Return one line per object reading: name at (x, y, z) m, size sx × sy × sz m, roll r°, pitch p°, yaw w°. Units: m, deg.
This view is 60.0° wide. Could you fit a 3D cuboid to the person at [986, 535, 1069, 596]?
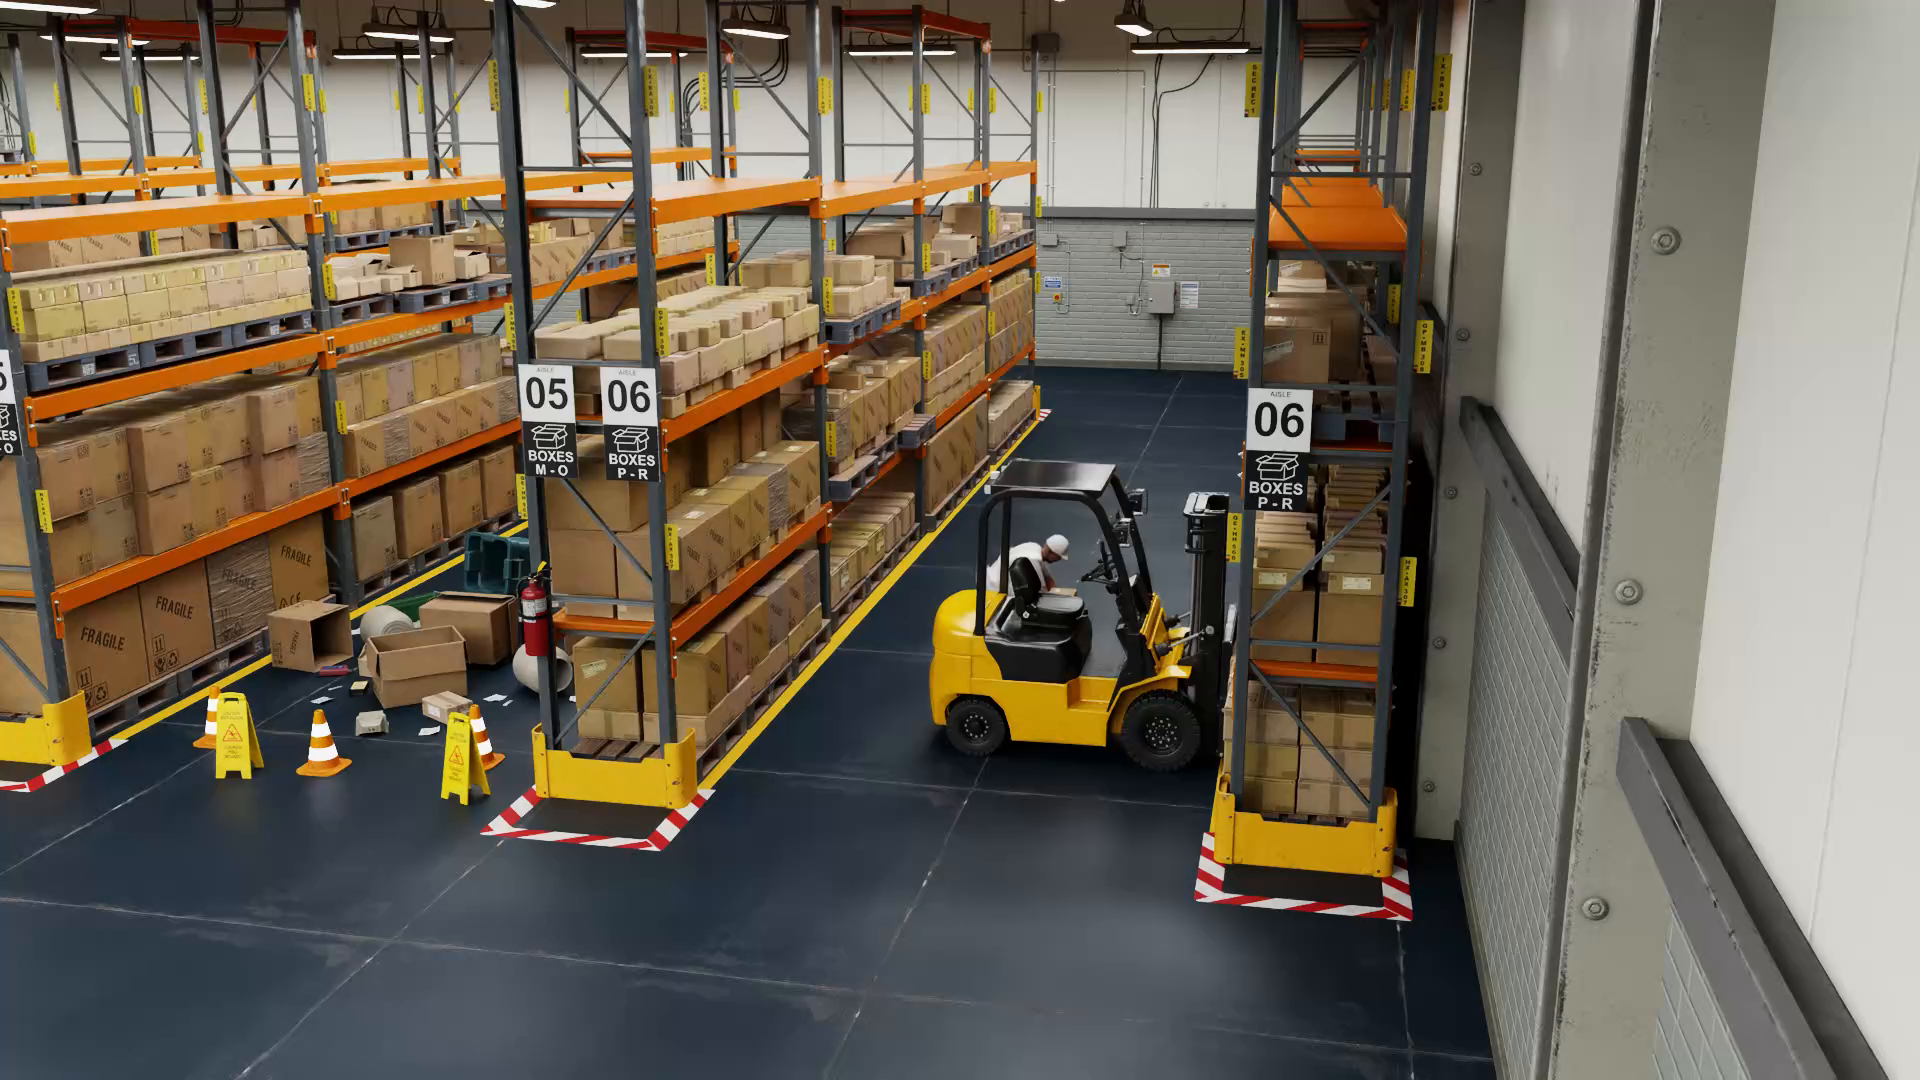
person at (0.632, 0.430, 15.901) m, size 0.914 × 0.993 × 0.577 m, roll 3°, pitch 15°, yaw 11°
